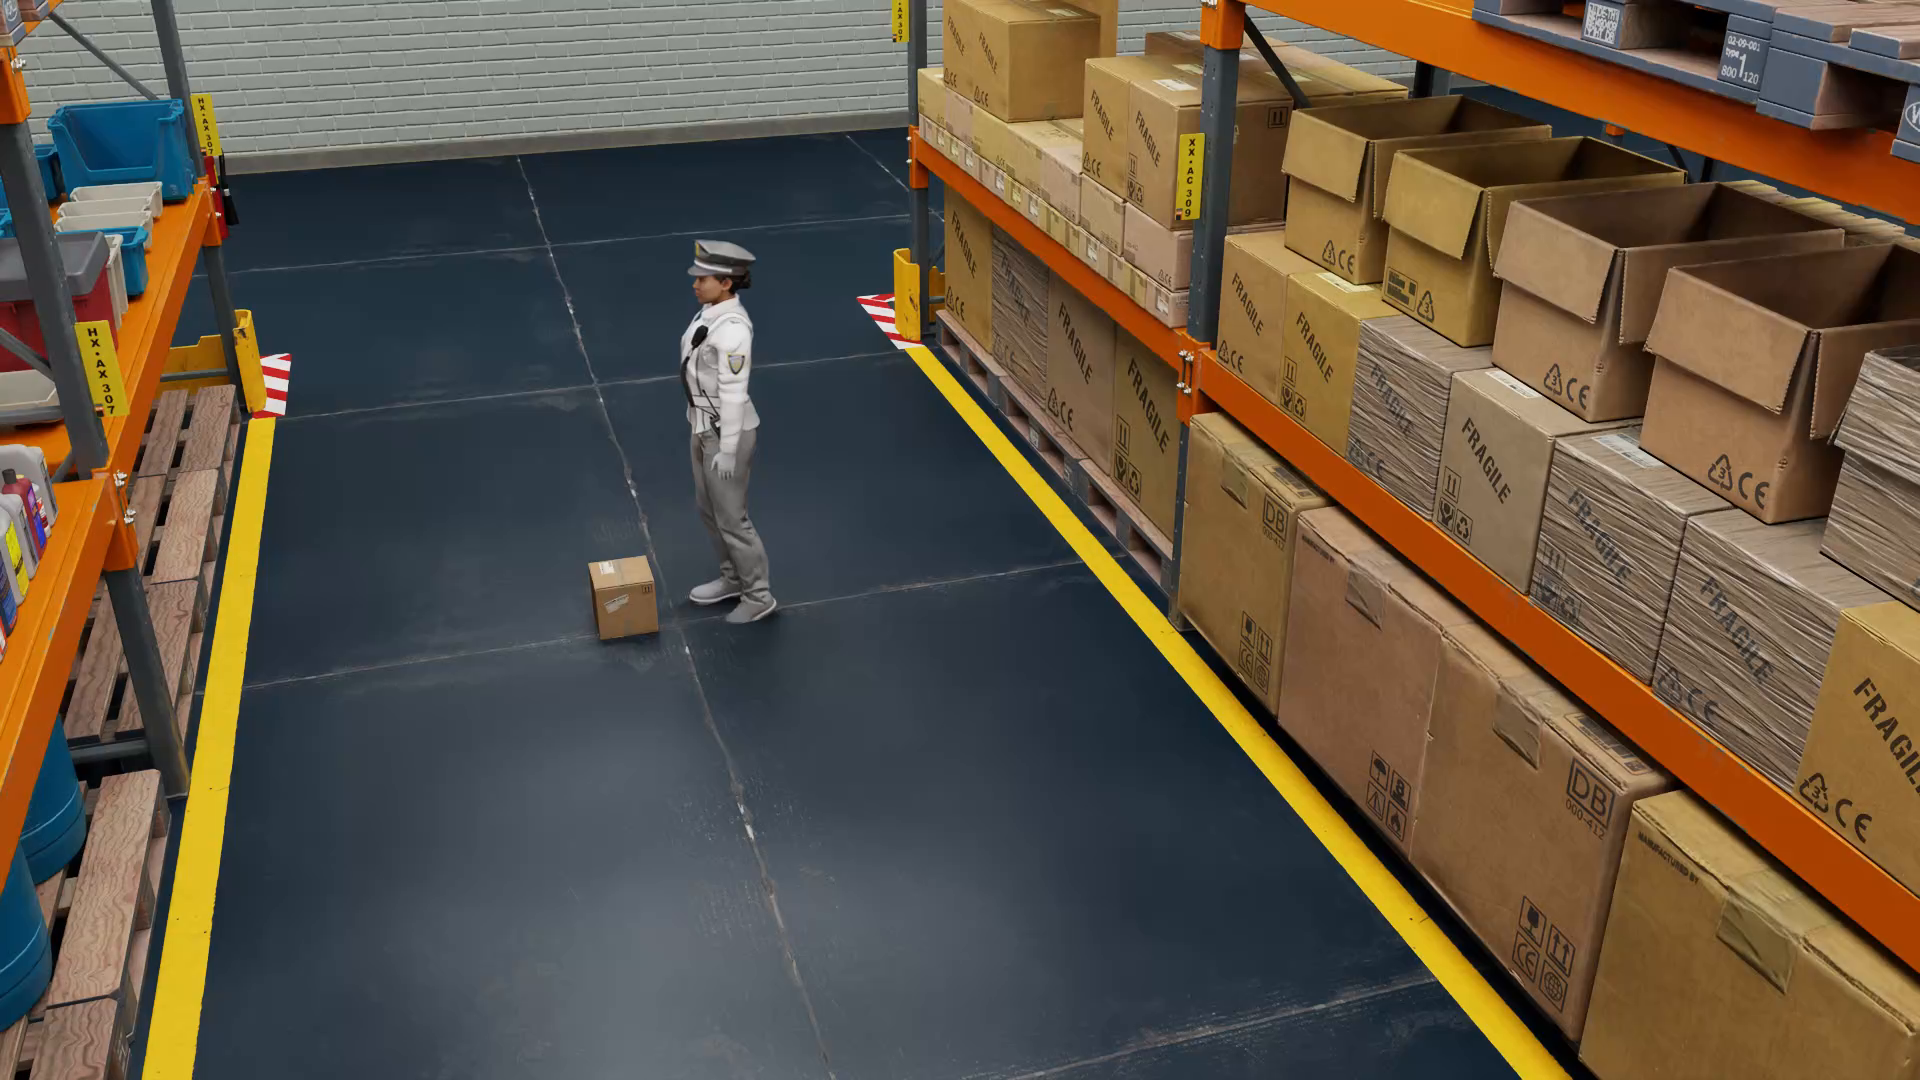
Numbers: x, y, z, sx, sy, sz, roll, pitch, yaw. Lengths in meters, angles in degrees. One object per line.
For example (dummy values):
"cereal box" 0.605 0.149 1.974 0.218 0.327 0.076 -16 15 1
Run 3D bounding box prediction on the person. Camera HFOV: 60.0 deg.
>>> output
"person" -1.000 -0.425 7.007 0.361 1.728 0.470 -8 27 -15
